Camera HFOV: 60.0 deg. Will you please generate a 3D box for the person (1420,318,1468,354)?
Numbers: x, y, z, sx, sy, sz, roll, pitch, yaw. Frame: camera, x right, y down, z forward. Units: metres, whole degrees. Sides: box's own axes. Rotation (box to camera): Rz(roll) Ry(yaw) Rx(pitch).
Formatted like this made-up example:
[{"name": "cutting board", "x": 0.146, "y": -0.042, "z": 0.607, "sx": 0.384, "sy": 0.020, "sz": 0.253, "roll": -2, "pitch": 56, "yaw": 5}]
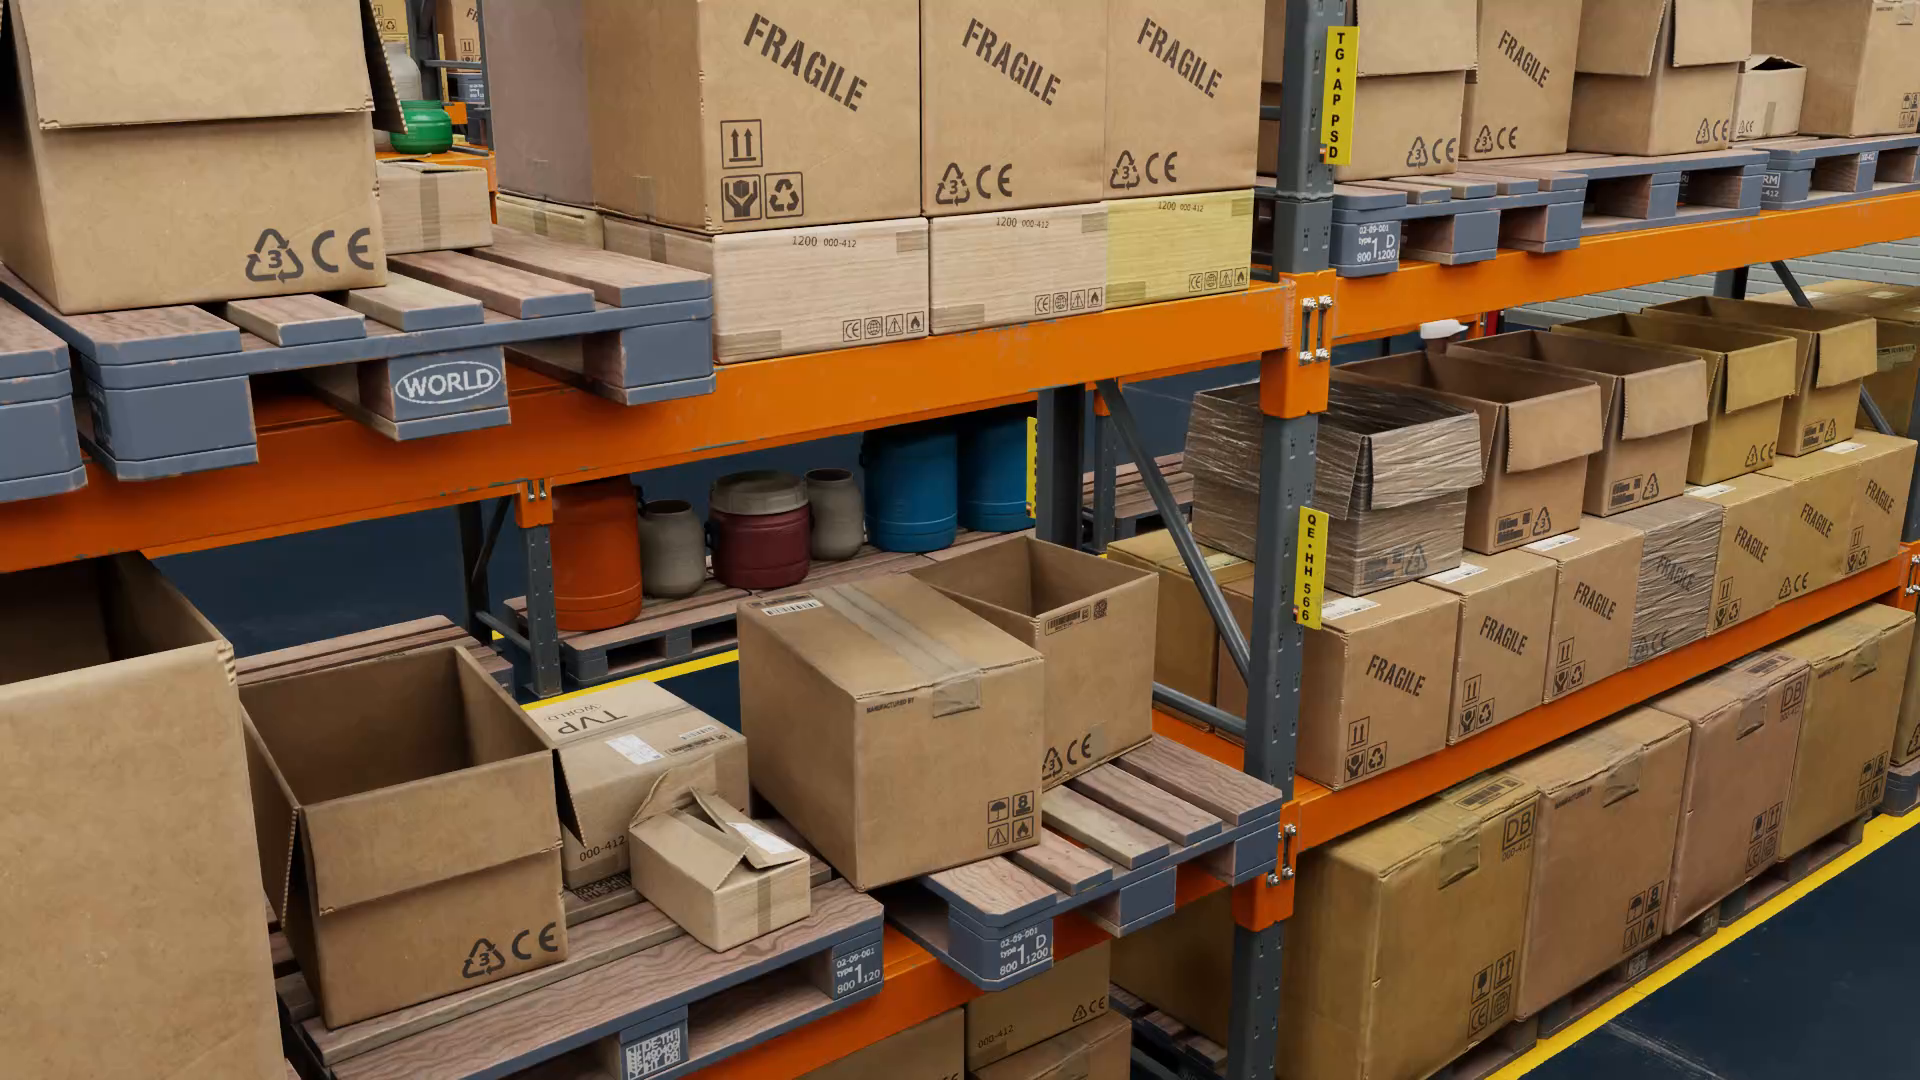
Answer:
[{"name": "person", "x": 2.864, "y": -0.505, "z": 10.052, "sx": 0.684, "sy": 1.753, "sz": 0.573, "roll": -7, "pitch": 19, "yaw": -22}]
